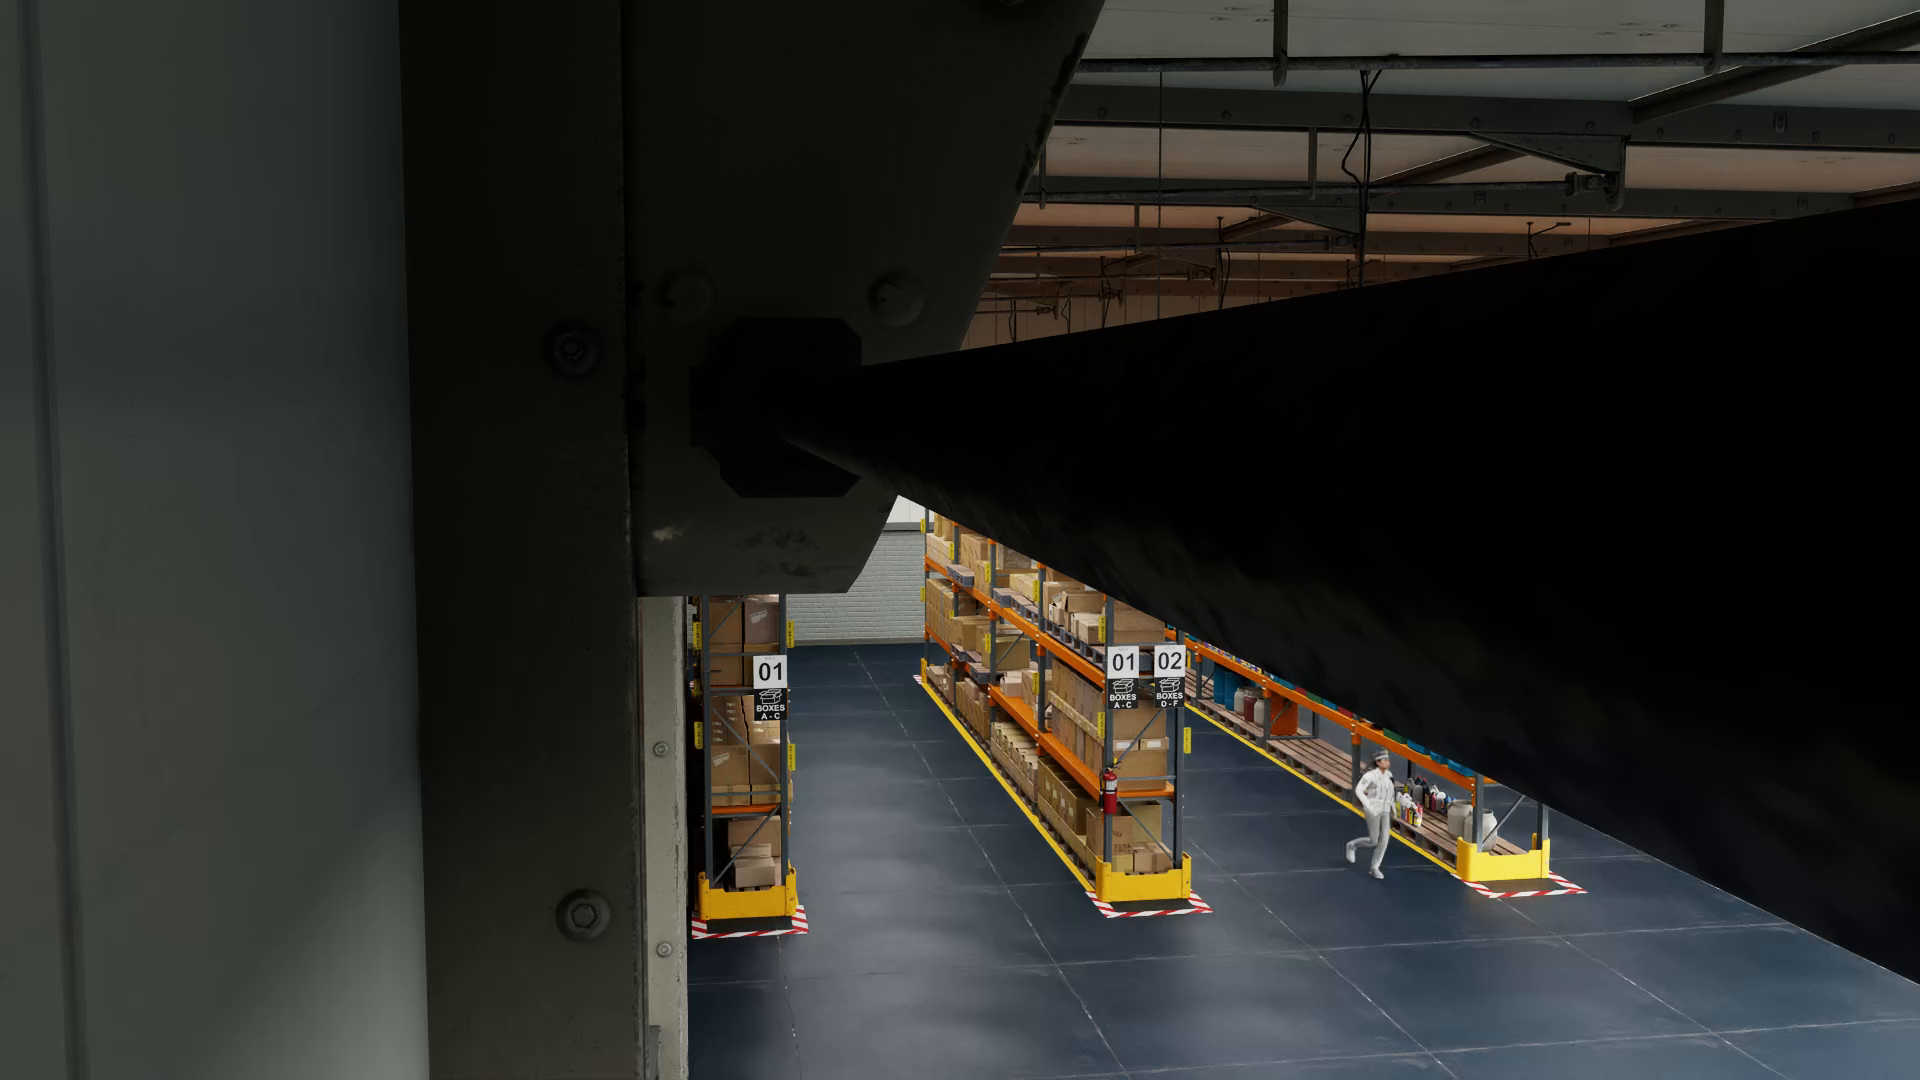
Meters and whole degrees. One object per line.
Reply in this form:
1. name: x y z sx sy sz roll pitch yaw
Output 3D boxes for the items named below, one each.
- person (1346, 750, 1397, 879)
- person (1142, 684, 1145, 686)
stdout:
1. person: 5.534 3.580 21.990 0.668 1.632 0.700 -3 6 -28
2. person: 3.091 2.836 29.958 0.645 1.794 0.803 -1 5 -16
